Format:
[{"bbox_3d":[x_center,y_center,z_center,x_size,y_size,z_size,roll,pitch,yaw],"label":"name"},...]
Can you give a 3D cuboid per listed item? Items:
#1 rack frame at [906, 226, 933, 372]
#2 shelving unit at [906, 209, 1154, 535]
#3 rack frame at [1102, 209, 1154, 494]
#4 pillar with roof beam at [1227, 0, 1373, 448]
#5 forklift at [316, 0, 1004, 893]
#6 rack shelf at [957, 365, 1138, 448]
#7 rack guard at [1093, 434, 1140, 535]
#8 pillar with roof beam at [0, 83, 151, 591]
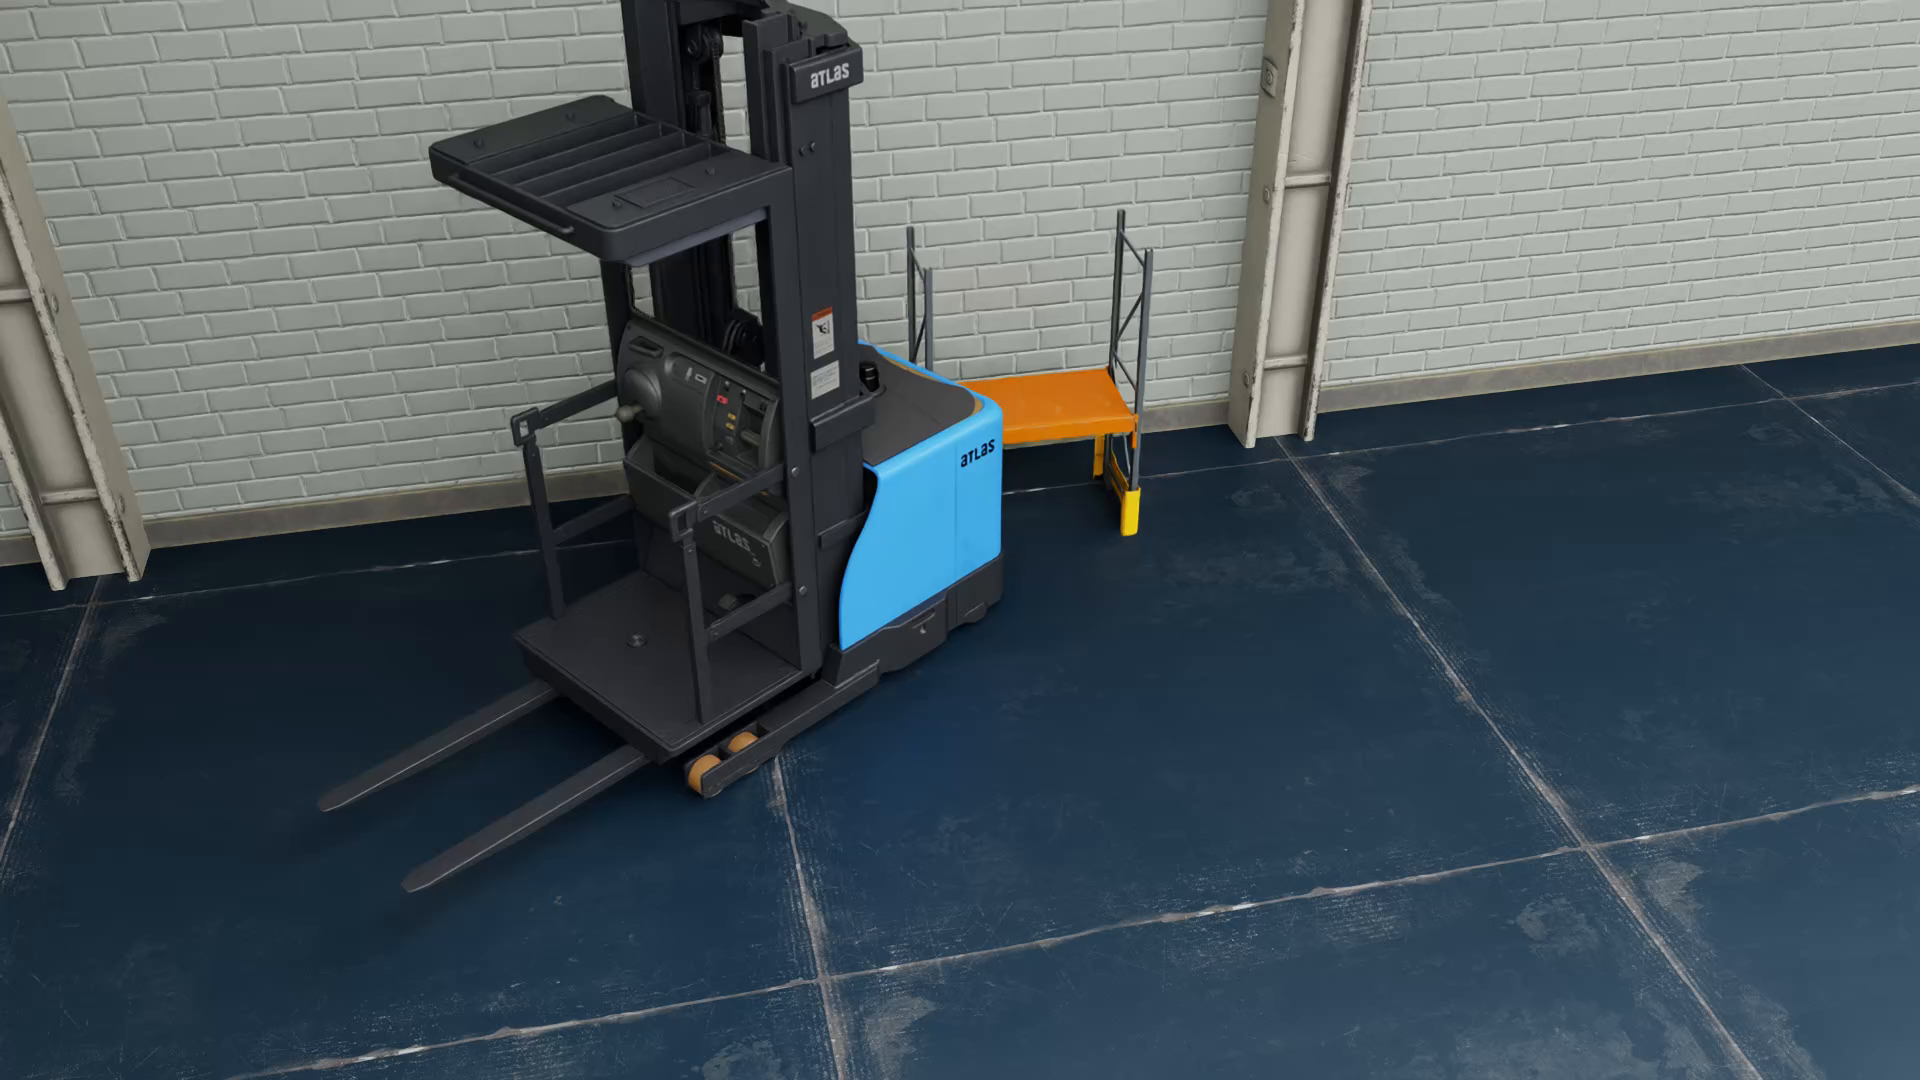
[{"bbox_3d":[-0.185,-0.702,7.950,0.032,1.500,0.500,-6,34,-9],"label":"rack frame"},{"bbox_3d":[0.304,-0.757,8.032,1.083,1.500,0.587,-6,34,-9],"label":"shelving unit"},{"bbox_3d":[0.811,-0.813,8.116,0.032,1.500,0.500,-6,34,-9],"label":"rack frame"},{"bbox_3d":[2.650,-2.001,3.157,0.400,9.000,9.100,-7,35,-11],"label":"pillar with roof beam"},{"bbox_3d":[-1.177,-0.506,6.373,1.130,2.935,3.031,28,43,35],"label":"forklift"},{"bbox_3d":[0.313,-0.608,8.133,1.000,0.185,0.538,-6,34,-9],"label":"rack shelf"},{"bbox_3d":[0.792,-0.292,8.461,0.087,0.250,0.587,-6,34,-9],"label":"rack guard"},{"bbox_3d":[-3.202,-1.264,2.058,0.400,9.000,9.100,-7,35,-11],"label":"pillar with roof beam"}]
